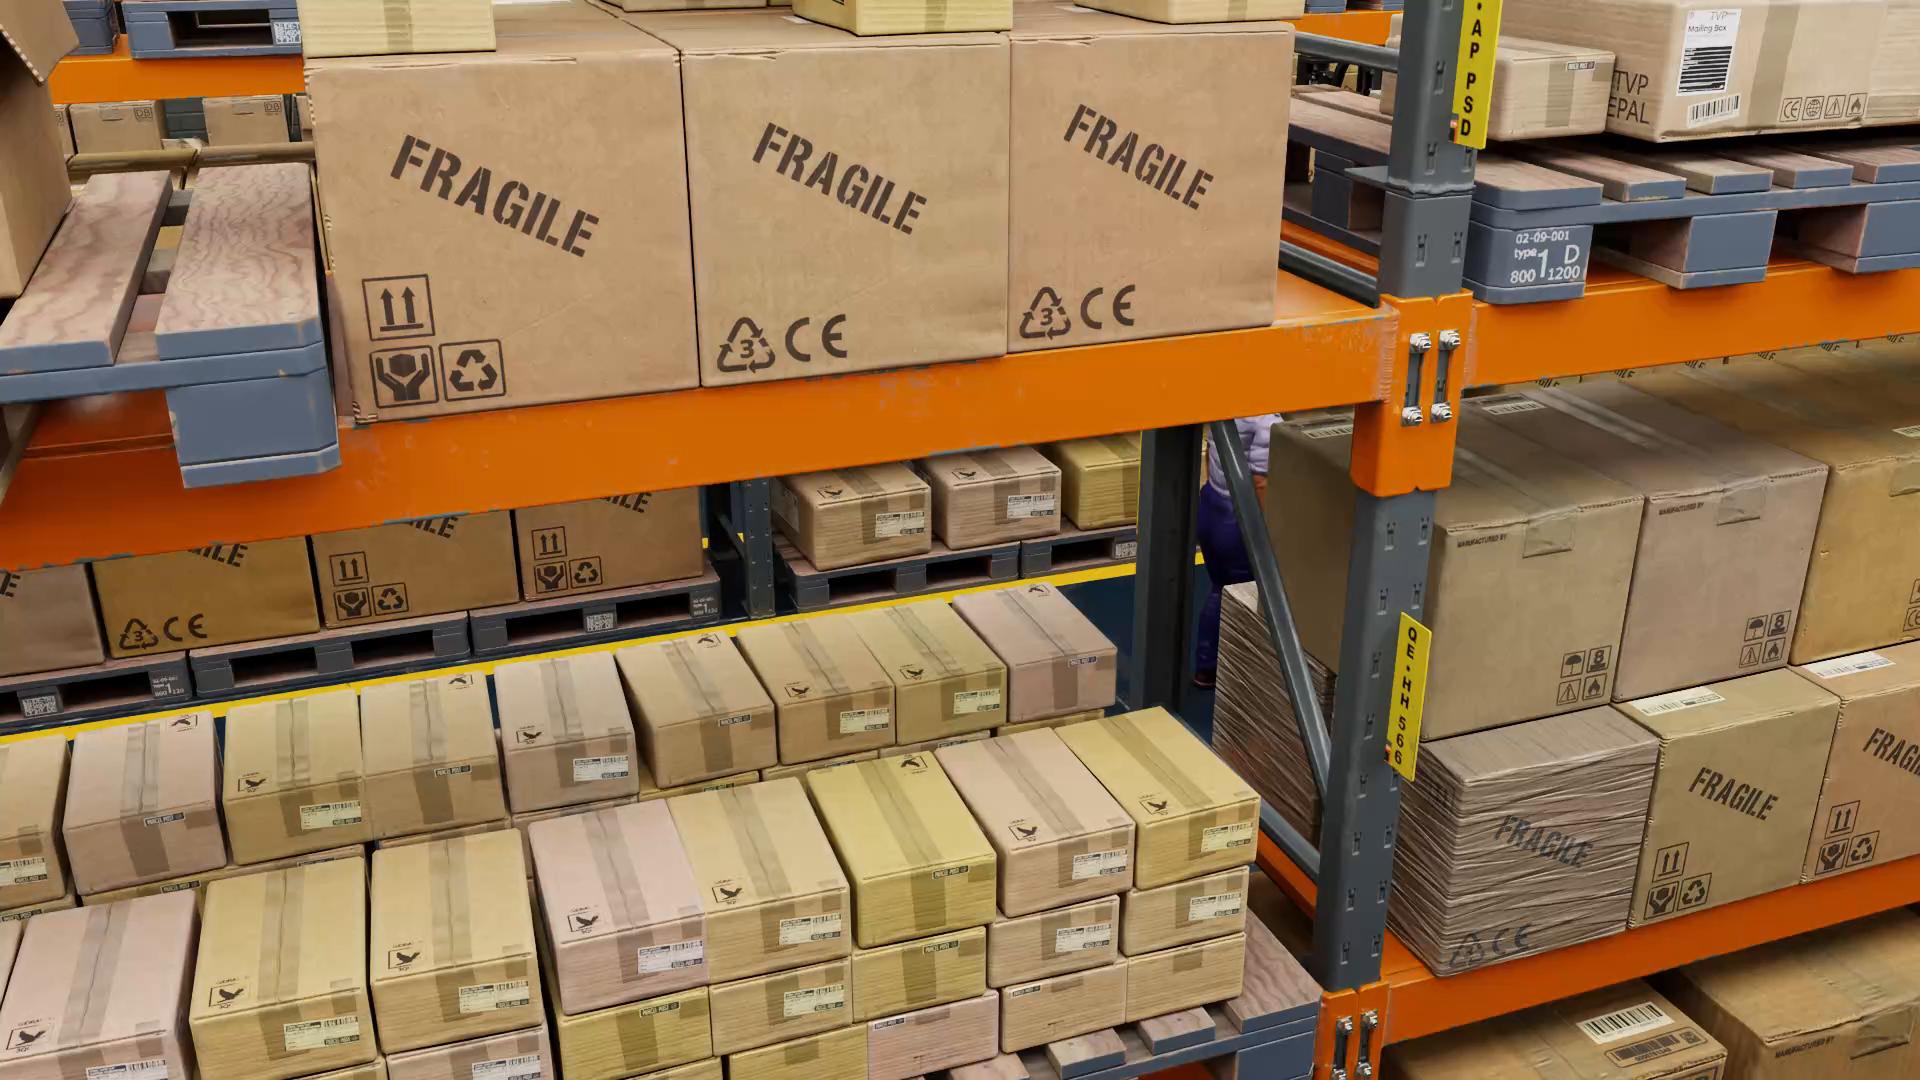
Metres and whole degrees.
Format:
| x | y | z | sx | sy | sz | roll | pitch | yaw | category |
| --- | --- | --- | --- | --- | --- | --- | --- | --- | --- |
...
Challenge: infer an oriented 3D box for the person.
| x | y | z | sx | sy | sz | roll | pitch | yaw | category |
| --- | --- | --- | --- | --- | --- | --- | --- | --- | --- |
| 1.237 | -0.060 | 7.247 | 0.368 | 1.652 | 0.541 | -8 | 24 | -19 | person |
